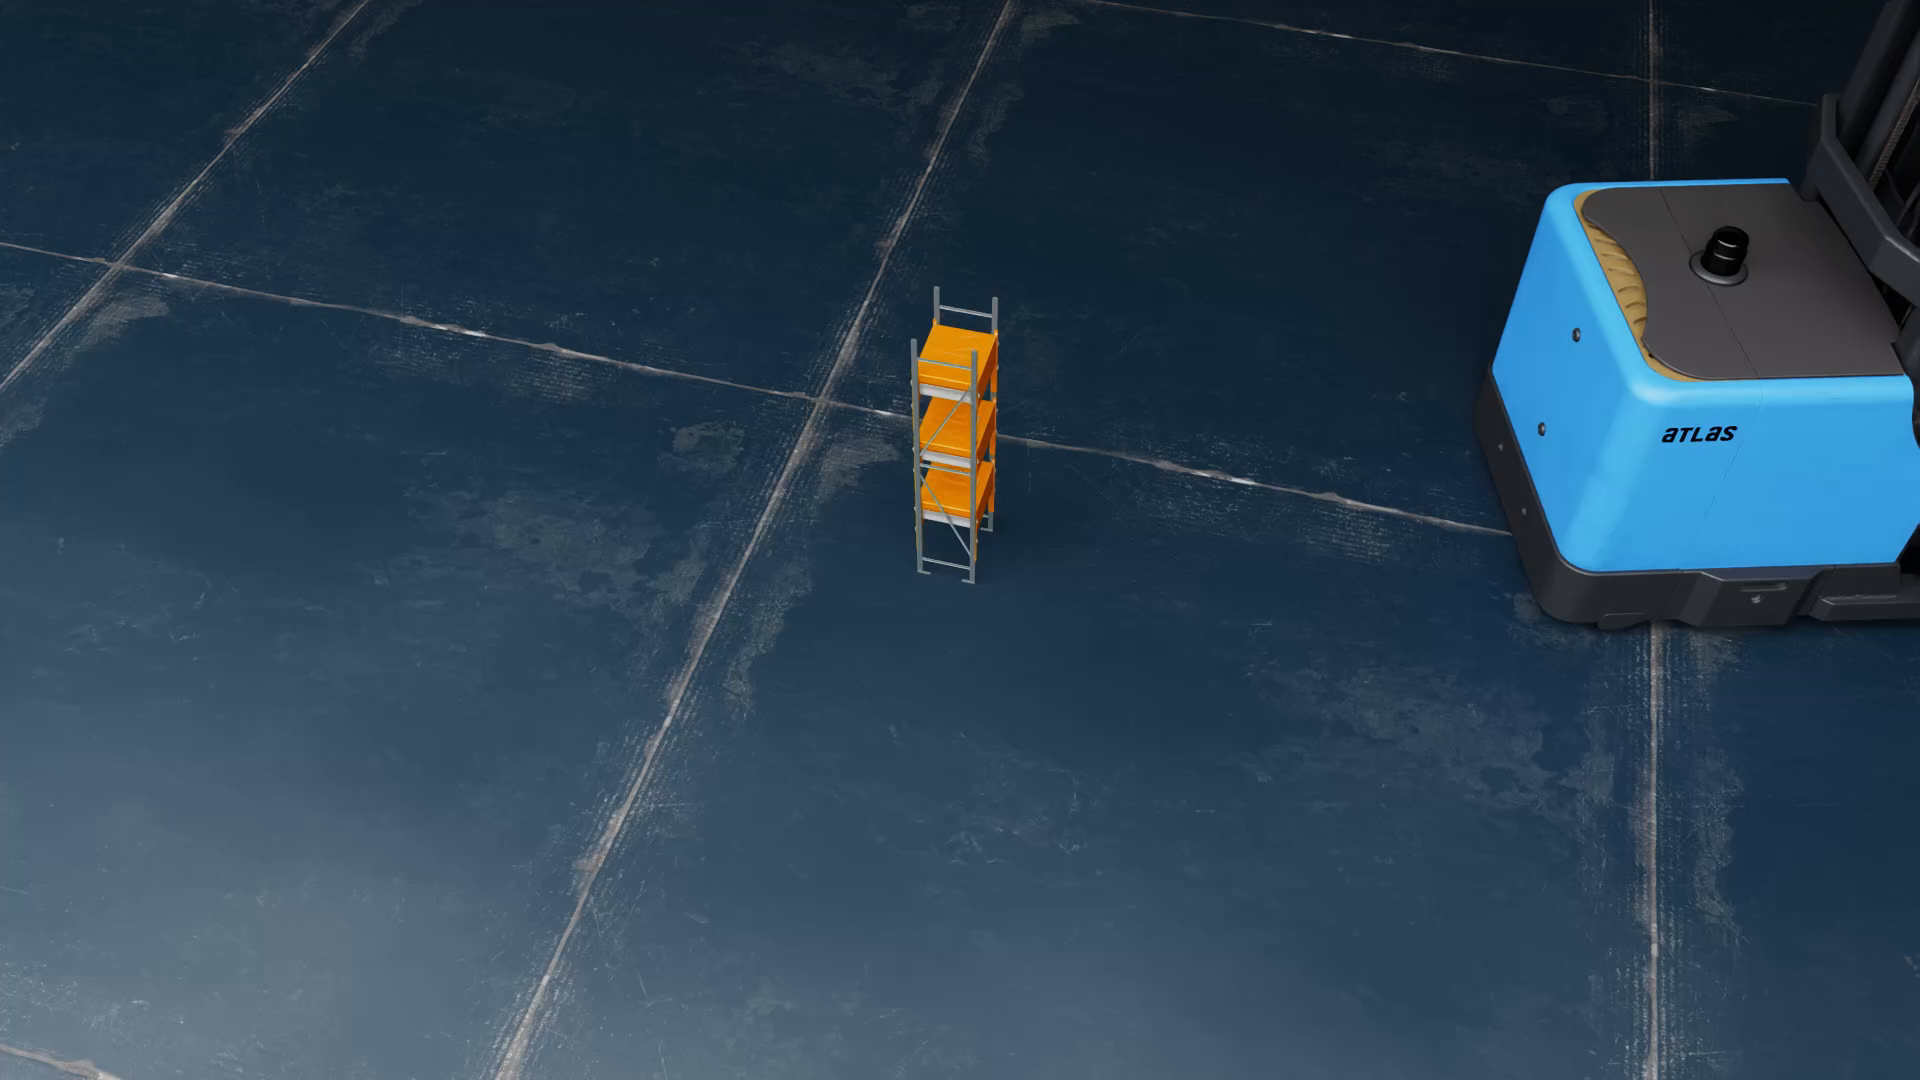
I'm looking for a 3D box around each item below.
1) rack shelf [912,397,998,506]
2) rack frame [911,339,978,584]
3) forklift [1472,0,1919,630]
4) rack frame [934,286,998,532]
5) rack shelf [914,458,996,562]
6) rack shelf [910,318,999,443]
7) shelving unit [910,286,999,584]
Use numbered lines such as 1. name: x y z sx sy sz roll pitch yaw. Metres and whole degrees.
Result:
1. rack shelf: -0.014 -0.302 5.330 0.215 0.259 0.240 12 50 10
2. rack frame: -0.046 -0.220 5.244 0.200 1.050 0.008 12 50 10
3. forklift: 3.393 -1.090 4.757 3.031 2.935 1.130 -2 49 -2
4. rack frame: 0.018 -0.397 5.400 0.200 1.050 0.008 12 50 10
5. rack shelf: -0.014 -0.118 5.539 0.215 0.259 0.240 12 50 10
6. rack shelf: -0.014 -0.489 5.117 0.215 0.259 0.240 12 50 10
7. shelving unit: -0.014 -0.309 5.322 0.215 1.050 0.252 12 50 10
